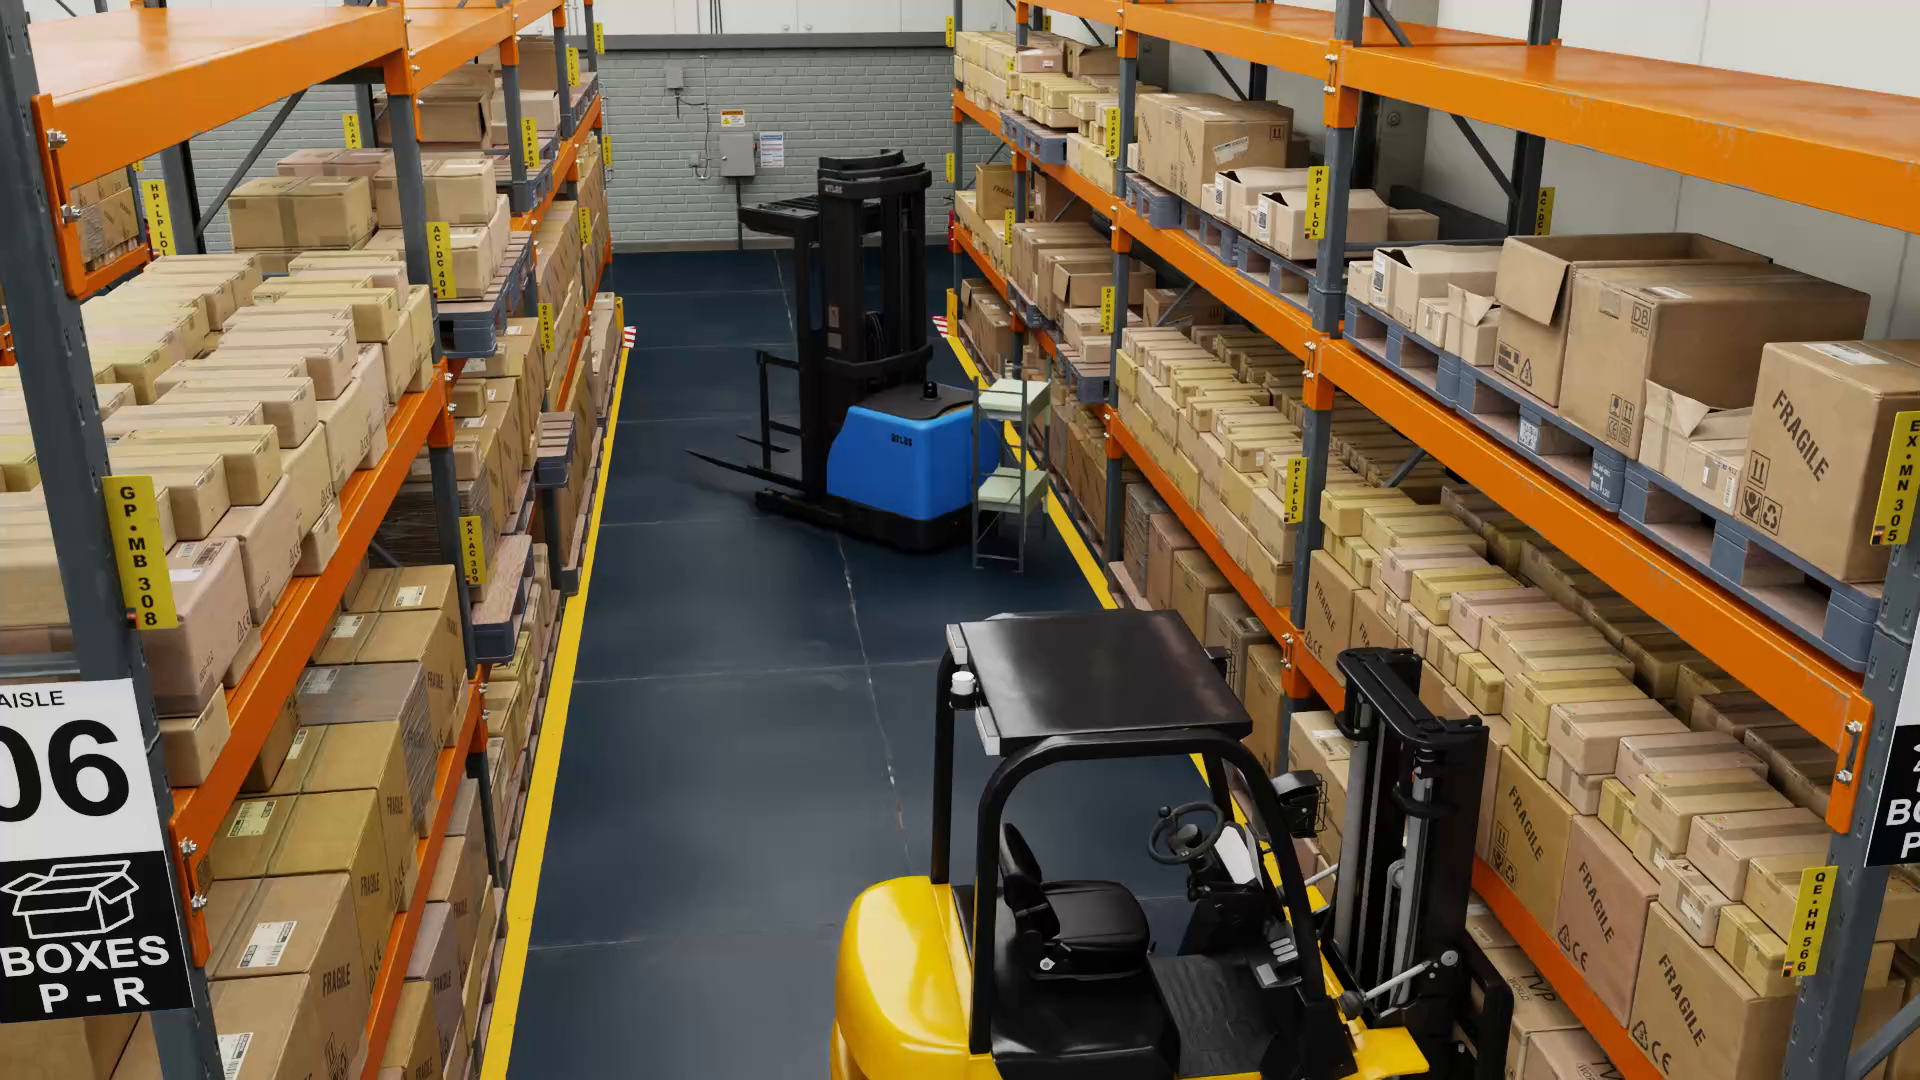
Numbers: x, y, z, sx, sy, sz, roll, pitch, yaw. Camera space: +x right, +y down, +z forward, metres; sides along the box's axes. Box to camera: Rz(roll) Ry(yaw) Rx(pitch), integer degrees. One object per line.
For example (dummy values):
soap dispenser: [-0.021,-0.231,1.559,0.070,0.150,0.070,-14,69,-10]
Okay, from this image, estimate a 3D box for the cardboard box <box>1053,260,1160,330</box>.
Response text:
cardboard box: [1.163,-1.953,13.410,0.797,0.503,0.637,-3,21,-9]

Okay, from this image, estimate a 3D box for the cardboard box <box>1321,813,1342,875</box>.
cardboard box: [1.997,1.448,7.669,0.500,0.250,0.500,-3,21,-8]

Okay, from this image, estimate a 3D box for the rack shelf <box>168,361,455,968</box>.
rack shelf: [-2.465,0.109,5.378,1.077,0.370,4.000,-3,21,-8]

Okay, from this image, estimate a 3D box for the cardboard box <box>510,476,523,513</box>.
cardboard box: [-2.680,-0.254,9.369,0.380,0.149,0.250,-2,21,-6]

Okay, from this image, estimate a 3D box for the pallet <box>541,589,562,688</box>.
pallet: [-3.219,0.677,11.103,1.003,0.211,1.213,-3,21,-8]

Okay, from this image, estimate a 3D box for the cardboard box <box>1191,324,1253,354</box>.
cardboard box: [1.829,-1.400,11.608,0.380,0.149,0.250,-2,21,-6]

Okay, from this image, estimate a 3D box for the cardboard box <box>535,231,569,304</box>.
cardboard box: [-3.369,-2.125,13.046,0.500,0.500,0.500,-3,21,-7]

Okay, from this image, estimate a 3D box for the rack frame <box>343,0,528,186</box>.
rack frame: [-3.330,-3.711,10.290,1.000,3.000,0.127,-3,21,-8]

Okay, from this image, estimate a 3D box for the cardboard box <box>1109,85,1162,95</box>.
cardboard box: [1.412,-3.577,13.410,0.380,0.149,0.250,-2,21,-6]

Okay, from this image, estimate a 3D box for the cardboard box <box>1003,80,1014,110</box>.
cardboard box: [0.688,-4.166,15.584,0.500,0.250,0.500,-3,21,-8]

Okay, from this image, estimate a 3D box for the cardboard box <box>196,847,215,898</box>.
cardboard box: [-2.532,0.874,4.593,0.700,0.500,0.500,-3,21,-7]

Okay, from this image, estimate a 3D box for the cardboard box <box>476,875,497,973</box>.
cardboard box: [-2.402,1.767,7.527,0.500,0.250,0.500,-2,21,-5]

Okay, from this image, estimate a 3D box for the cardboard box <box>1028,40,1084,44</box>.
cardboard box: [0.973,-4.958,16.991,0.500,0.250,0.500,-3,21,-8]

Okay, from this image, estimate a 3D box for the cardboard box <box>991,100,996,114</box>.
cardboard box: [0.516,-4.379,16.724,0.380,0.149,0.250,-3,21,-7]

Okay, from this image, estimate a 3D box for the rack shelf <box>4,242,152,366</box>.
rack shelf: [-9.078,-2.356,16.265,1.077,0.370,4.000,-3,21,-8]

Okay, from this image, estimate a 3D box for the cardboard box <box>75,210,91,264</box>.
cardboard box: [-8.834,-2.902,16.132,0.500,0.500,0.500,-2,21,-5]

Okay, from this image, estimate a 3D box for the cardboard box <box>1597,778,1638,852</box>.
cardboard box: [2.340,0.895,5.463,0.380,0.149,0.250,-3,21,-8]

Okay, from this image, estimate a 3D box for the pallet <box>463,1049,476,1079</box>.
pallet: [-2.442,2.445,6.368,1.003,0.211,1.213,-3,21,-8]

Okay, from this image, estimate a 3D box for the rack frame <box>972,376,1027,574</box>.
rack frame: [0.290,-0.473,12.337,0.400,1.500,0.023,6,21,16]

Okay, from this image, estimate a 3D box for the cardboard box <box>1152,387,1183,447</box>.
cardboard box: [1.532,-0.794,10.556,0.500,0.250,0.500,-3,21,-9]

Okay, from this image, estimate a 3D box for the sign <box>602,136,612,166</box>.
sign: [-3.944,-4.346,18.572,0.100,0.325,0.005,-3,21,-8]

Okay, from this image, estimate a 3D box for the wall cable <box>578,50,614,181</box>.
wall cable: [-5.319,-6.112,23.796,0.585,1.953,0.123,-3,21,-8]

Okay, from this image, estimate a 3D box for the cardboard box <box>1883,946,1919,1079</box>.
cardboard box: [2.938,1.386,5.076,0.500,0.500,0.500,-2,21,-6]

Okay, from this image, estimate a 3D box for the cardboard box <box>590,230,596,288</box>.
cardboard box: [-3.783,-2.682,15.967,0.500,0.500,0.500,-3,21,-7]

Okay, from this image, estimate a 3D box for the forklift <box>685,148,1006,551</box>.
forklift: [-1.073,-1.701,13.581,3.031,2.935,1.130,17,26,38]

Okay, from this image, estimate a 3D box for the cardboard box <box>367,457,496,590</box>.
cardboard box: [-2.537,-0.075,7.962,0.500,0.500,0.500,-2,21,-6]

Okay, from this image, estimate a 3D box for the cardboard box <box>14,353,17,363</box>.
cardboard box: [-9.360,-1.698,16.100,0.380,0.149,0.250,-4,21,-10]

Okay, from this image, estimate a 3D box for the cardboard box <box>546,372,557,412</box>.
cardboard box: [-3.151,-1.012,11.853,0.500,0.250,0.500,-3,21,-9]

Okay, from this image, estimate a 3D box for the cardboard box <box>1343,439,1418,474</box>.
cardboard box: [2.298,-0.432,9.016,0.380,0.149,0.250,-3,21,-8]

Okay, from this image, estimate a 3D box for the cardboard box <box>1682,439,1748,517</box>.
cardboard box: [2.315,-0.185,4.752,0.380,0.149,0.250,-4,21,-9]

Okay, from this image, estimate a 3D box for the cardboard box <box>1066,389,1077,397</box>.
cardboard box: [1.111,-1.188,14.155,0.380,0.149,0.250,-3,21,-8]

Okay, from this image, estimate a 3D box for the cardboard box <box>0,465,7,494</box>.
cardboard box: [-2.572,-0.072,4.055,0.380,0.149,0.250,-3,21,-8]

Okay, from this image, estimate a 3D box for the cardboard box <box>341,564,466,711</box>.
cardboard box: [-2.443,0.440,7.184,0.500,0.500,0.500,-3,21,-9]

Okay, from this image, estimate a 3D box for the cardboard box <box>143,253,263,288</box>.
cardboard box: [-3.031,-1.051,6.675,0.380,0.149,0.250,-3,21,-9]

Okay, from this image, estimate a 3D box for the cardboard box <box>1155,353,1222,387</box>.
cardboard box: [1.488,-1.108,10.824,0.380,0.149,0.250,-3,21,-7]

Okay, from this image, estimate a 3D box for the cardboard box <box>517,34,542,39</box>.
cardboard box: [-4.341,-4.660,16.233,0.500,0.500,0.500,-3,21,-7]

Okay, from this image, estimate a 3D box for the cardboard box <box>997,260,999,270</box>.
cardboard box: [0.578,-2.787,16.750,0.380,0.149,0.250,-2,21,-6]

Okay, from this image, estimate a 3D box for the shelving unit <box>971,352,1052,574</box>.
shelving unit: [0.396,-0.596,12.665,0.431,1.500,0.755,6,21,16]

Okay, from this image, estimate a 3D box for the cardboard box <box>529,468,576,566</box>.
cardboard box: [-3.347,-0.345,12.289,0.875,0.875,0.875,-3,21,-8]

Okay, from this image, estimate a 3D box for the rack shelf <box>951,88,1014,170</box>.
rack shelf: [0.717,-4.297,17.176,1.077,0.370,4.000,-3,21,-8]

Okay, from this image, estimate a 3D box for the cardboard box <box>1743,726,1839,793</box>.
cardboard box: [2.820,0.731,5.476,0.380,0.149,0.250,-3,21,-7]

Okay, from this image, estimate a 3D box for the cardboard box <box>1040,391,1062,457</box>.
cardboard box: [1.006,-1.027,14.651,0.500,0.500,0.500,-4,21,-9]

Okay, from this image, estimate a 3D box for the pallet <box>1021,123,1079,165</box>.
pallet: [1.182,-3.266,13.654,1.213,0.211,1.003,-3,21,-8]

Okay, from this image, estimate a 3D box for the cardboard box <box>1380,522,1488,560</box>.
cardboard box: [2.083,0.042,7.321,0.380,0.149,0.250,-3,21,-9]

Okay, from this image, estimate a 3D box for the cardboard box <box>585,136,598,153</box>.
cardboard box: [-4.052,-4.203,17.684,0.380,0.149,0.250,-3,21,-8]

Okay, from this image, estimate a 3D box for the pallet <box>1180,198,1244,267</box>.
pallet: [1.932,-1.851,9.868,1.003,0.211,1.213,-2,21,-5]

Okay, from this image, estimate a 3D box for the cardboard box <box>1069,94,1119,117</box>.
cardboard box: [1.052,-3.366,12.874,0.380,0.149,0.250,-3,21,-8]

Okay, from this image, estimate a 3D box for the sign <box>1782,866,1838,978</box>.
sign: [2.196,0.987,4.293,0.100,0.325,0.005,-3,21,-8]

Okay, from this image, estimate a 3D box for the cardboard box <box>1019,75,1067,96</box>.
cardboard box: [0.718,-3.903,14.283,0.380,0.149,0.250,-3,21,-9]

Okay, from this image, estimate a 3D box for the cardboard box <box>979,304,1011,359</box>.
cardboard box: [0.485,-2.245,17.912,0.500,0.500,0.500,-3,21,-7]

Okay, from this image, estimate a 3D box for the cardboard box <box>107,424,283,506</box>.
cardboard box: [-2.015,-0.192,4.374,0.380,0.149,0.250,-3,21,-8]

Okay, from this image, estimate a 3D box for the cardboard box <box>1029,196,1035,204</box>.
cardboard box: [0.830,-3.666,18.535,0.500,0.250,0.500,-3,21,-8]

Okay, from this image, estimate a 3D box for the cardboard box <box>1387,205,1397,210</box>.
cardboard box: [2.075,-1.683,8.763,0.380,0.149,0.250,-3,21,-8]

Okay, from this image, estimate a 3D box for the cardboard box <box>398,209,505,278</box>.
cardboard box: [-2.515,-1.445,8.125,0.500,0.250,0.500,-3,21,-8]

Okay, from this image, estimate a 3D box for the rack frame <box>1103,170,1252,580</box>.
rack frame: [1.582,-1.152,12.013,1.000,3.000,0.127,-3,21,-8]

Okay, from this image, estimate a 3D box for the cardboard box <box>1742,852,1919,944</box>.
cardboard box: [2.475,1.014,4.718,0.380,0.149,0.250,-3,21,-8]

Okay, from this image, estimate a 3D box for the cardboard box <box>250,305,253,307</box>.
cardboard box: [-2.961,-0.823,6.636,0.500,0.250,0.500,-3,21,-9]
